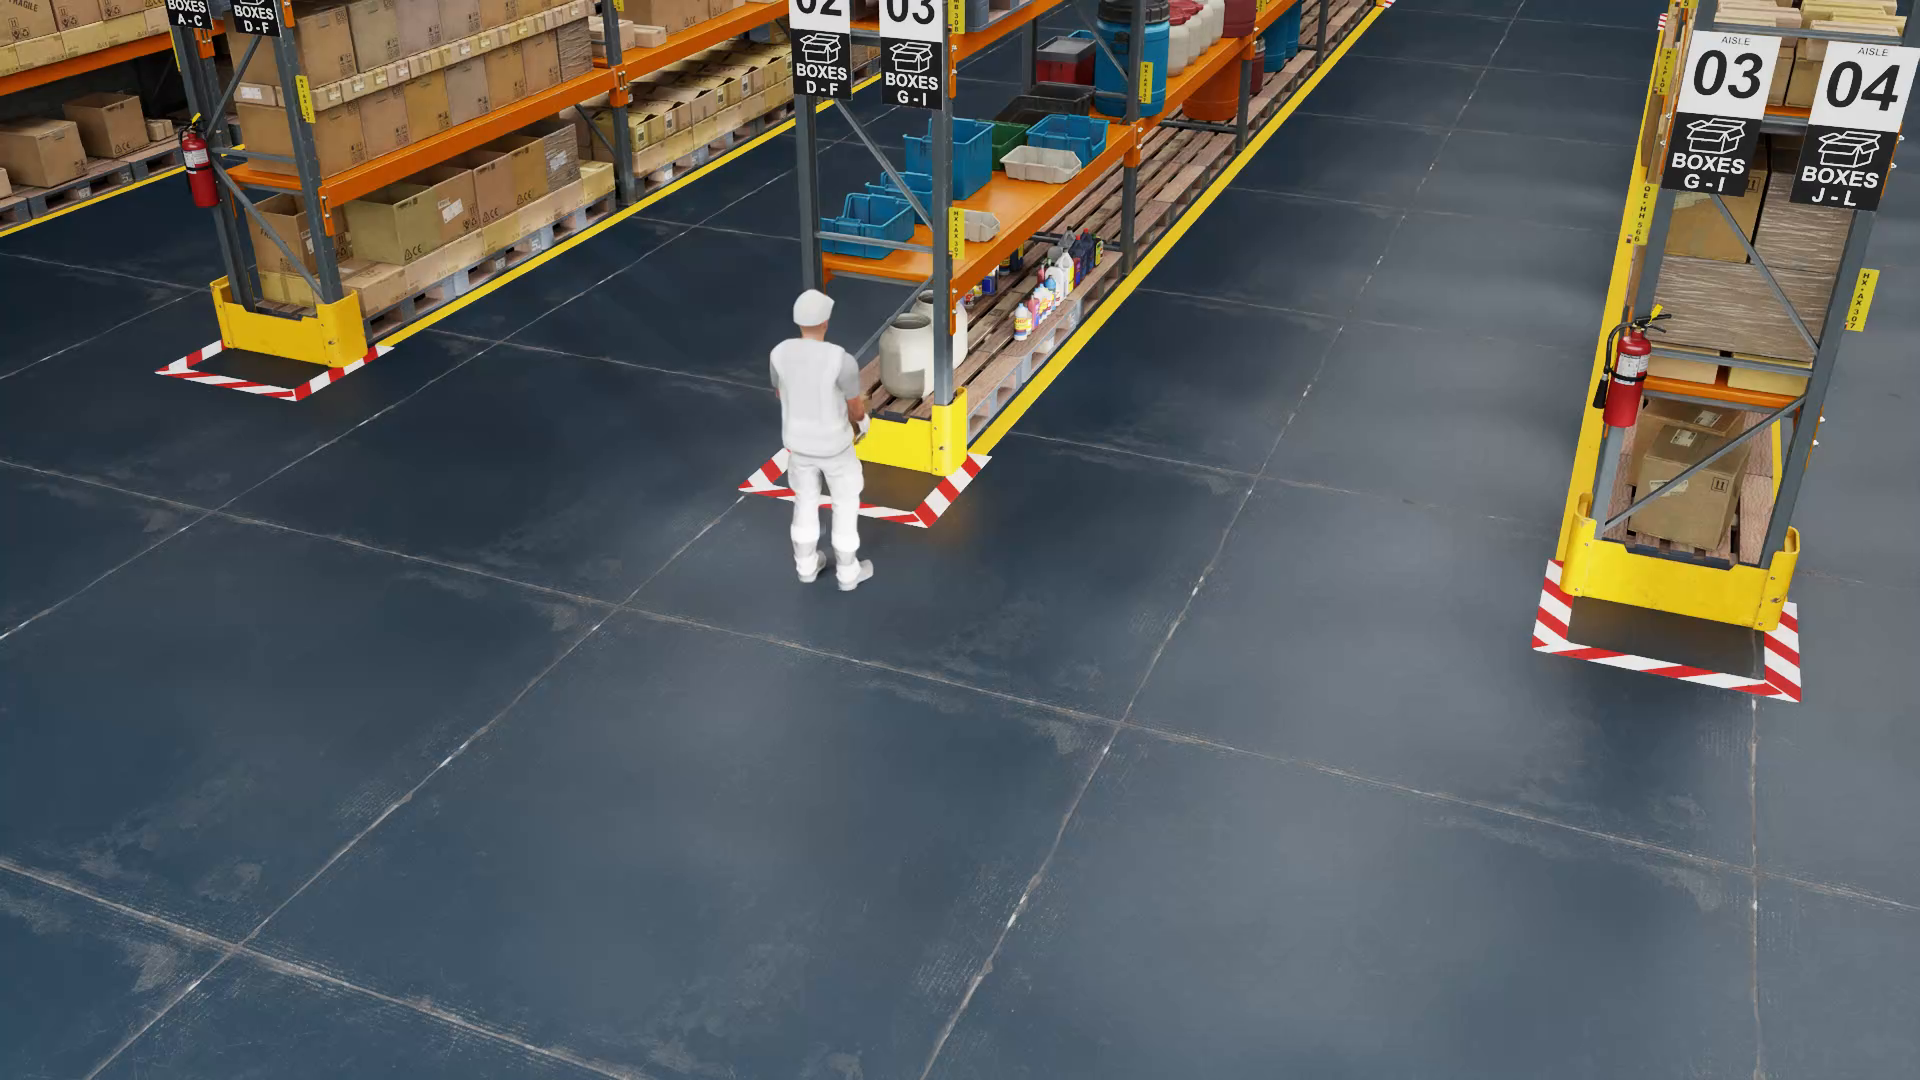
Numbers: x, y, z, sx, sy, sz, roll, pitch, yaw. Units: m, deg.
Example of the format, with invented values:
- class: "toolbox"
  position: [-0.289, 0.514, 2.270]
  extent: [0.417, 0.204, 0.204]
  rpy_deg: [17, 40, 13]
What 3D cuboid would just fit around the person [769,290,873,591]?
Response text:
- class: "person"
  position: [-0.768, -0.582, 9.406]
  extent: [0.529, 1.794, 0.498]
  rpy_deg: [11, 31, 19]
